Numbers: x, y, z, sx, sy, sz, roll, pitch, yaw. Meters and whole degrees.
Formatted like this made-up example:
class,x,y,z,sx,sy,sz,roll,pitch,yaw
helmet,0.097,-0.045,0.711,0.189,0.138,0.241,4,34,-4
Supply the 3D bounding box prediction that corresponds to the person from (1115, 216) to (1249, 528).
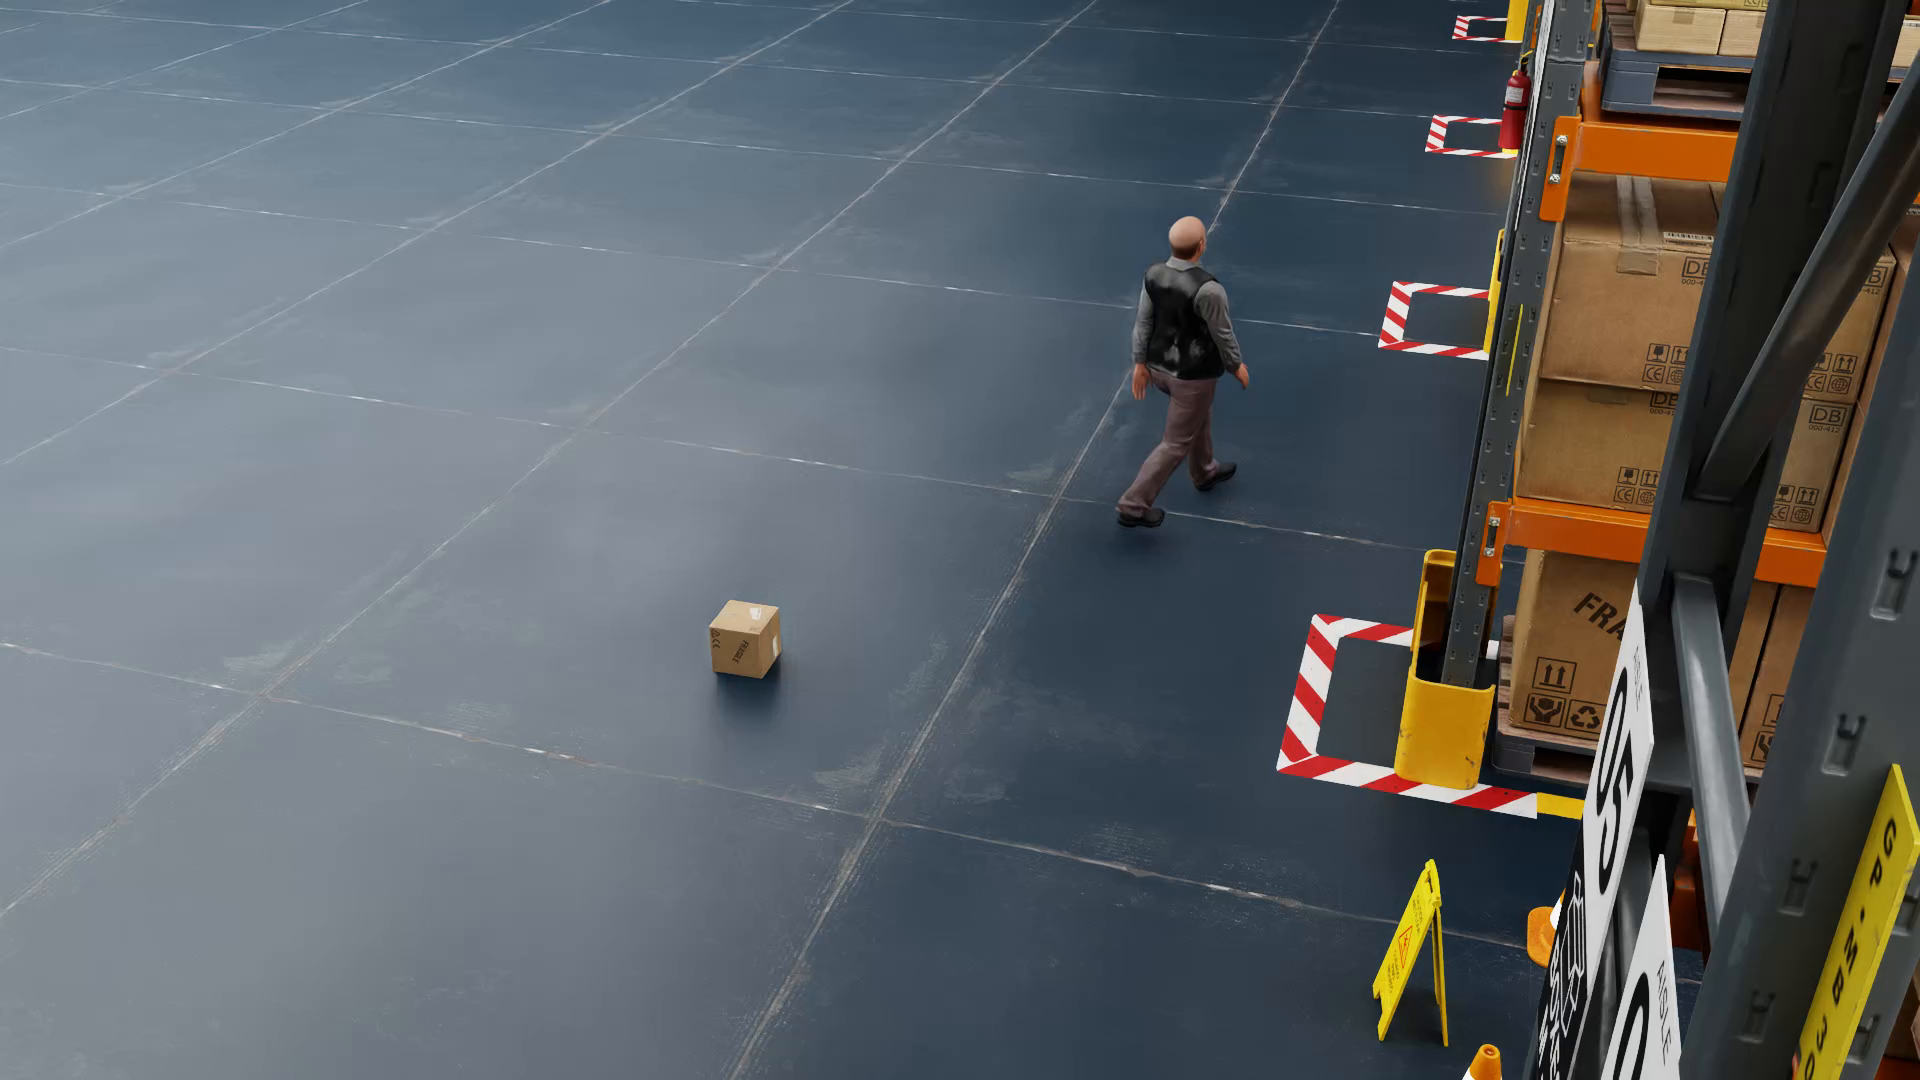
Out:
class,x,y,z,sx,sy,sz,roll,pitch,yaw
person,1.221,-0.903,8.787,1.030,1.675,0.535,-18,34,-30
